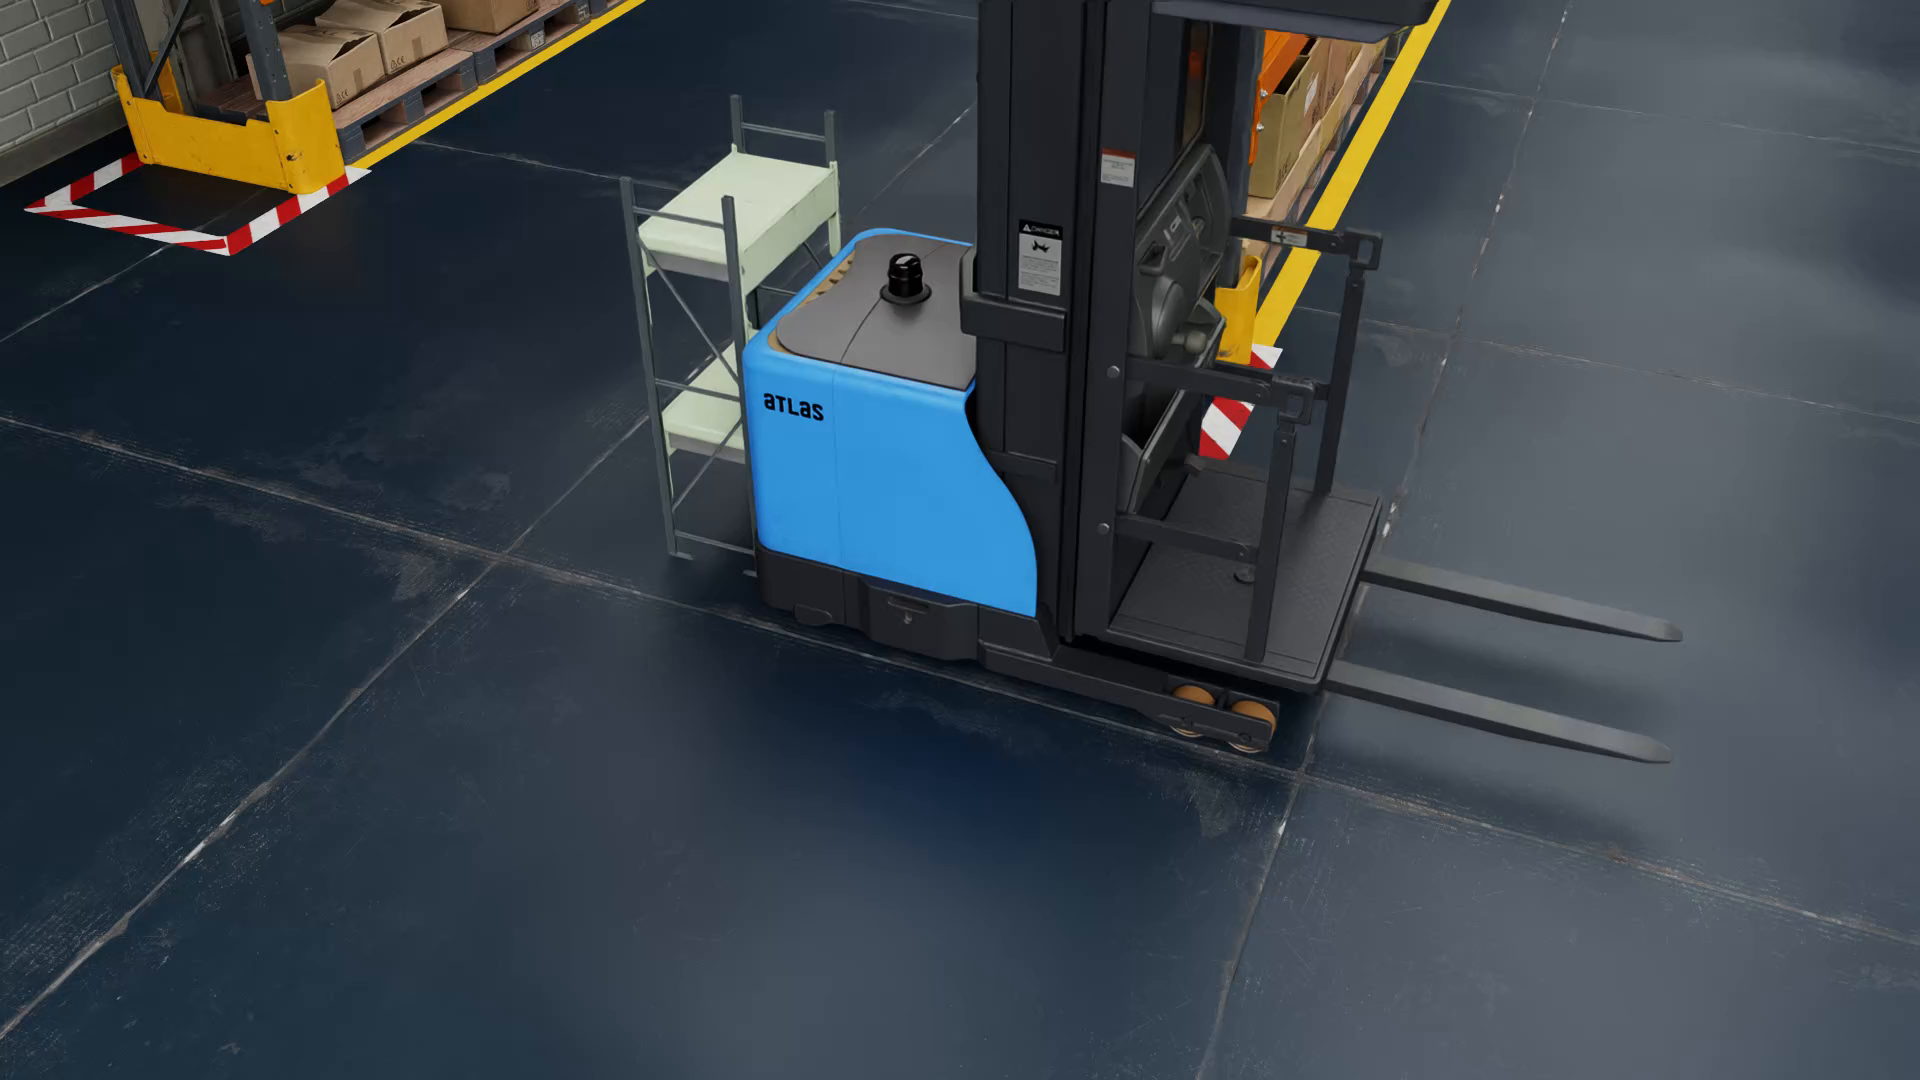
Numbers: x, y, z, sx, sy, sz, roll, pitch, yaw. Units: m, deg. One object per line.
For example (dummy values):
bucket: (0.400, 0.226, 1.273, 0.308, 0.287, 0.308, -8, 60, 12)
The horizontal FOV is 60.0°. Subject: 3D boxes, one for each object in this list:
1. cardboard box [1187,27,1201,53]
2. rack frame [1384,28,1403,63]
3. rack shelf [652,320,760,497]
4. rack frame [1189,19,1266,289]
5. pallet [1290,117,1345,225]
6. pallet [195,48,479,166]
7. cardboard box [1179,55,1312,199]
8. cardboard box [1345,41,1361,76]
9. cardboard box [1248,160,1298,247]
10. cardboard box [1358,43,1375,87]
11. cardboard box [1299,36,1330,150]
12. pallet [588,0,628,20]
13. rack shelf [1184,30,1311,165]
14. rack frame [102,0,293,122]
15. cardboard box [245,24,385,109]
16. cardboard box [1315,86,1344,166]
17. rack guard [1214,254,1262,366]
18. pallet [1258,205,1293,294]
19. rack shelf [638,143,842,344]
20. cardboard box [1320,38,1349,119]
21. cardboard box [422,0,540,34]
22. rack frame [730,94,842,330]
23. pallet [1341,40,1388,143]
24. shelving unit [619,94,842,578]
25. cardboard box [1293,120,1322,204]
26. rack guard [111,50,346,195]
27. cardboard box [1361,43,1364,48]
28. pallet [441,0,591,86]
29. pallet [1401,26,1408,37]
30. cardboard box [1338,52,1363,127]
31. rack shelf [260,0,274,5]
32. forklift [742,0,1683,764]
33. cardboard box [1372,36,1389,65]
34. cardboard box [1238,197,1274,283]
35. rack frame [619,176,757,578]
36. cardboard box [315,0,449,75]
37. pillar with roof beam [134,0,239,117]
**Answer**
cardboard box: (0.880, -2.342, 6.795, 0.700, 0.500, 0.500, 14, 39, 18)
rack frame: (2.212, -4.261, 9.446, 1.000, 3.000, 0.127, 14, 39, 18)
rack shelf: (-0.755, -0.449, 6.142, 0.431, 0.370, 0.720, 14, 39, 18)
rack frame: (0.691, -2.047, 6.483, 1.000, 3.000, 0.127, 14, 39, 18)
pallet: (1.408, -2.036, 8.798, 1.003, 0.211, 1.213, 14, 39, 18)
pallet: (-3.521, -2.540, 9.472, 1.003, 0.211, 1.213, 14, 39, 18)
cardboard box: (1.289, -1.938, 7.656, 0.500, 0.500, 0.500, 14, 39, 18)
cardboard box: (1.850, -2.770, 8.770, 0.500, 0.500, 0.500, 14, 39, 18)
cardboard box: (1.287, -1.638, 7.881, 0.500, 0.250, 0.500, 14, 39, 18)
cardboard box: (2.039, -2.747, 9.366, 0.500, 0.250, 0.500, 14, 39, 18)
cardboard box: (1.467, -2.217, 8.031, 0.500, 0.500, 0.500, 14, 39, 18)
pallet: (-2.593, -3.891, 11.279, 1.003, 0.211, 1.213, 14, 39, 18)
rack shelf: (1.451, -2.866, 8.180, 1.077, 0.370, 4.000, 14, 39, 18)
rack frame: (-3.892, -3.173, 7.990, 1.000, 3.000, 0.127, 14, 39, 18)
cardboard box: (-3.546, -2.635, 9.148, 0.500, 0.311, 0.500, 10, 38, 13)
cardboard box: (1.673, -2.190, 8.620, 0.500, 0.250, 0.500, 14, 39, 18)
rack guard: (0.681, -1.032, 7.214, 1.175, 0.500, 0.348, 14, 39, 18)
pallet: (0.943, -1.363, 7.897, 1.003, 0.211, 1.213, 14, 39, 18)
rack shelf: (-0.755, -1.023, 5.713, 0.431, 0.370, 0.720, 14, 39, 18)
cardboard box: (1.673, -2.490, 8.396, 0.500, 0.500, 0.500, 14, 39, 18)
cardboard box: (-3.003, -3.421, 10.042, 0.700, 0.500, 0.500, 11, 38, 15)
rack frame: (-0.618, -0.913, 6.219, 0.400, 1.500, 0.023, 14, 39, 18)
pallet: (1.871, -2.714, 9.704, 1.003, 0.211, 1.213, 14, 39, 18)
shelving unit: (-0.755, -0.710, 5.947, 0.431, 1.500, 0.755, 14, 39, 18)
cardboard box: (1.478, -1.914, 8.252, 0.500, 0.250, 0.500, 14, 39, 18)
rack guard: (-3.863, -2.214, 8.795, 1.175, 0.500, 0.348, 14, 39, 18)
cardboard box: (2.037, -3.048, 9.142, 0.500, 0.500, 0.500, 14, 39, 18)
pallet: (-3.056, -3.213, 10.373, 1.003, 0.211, 1.213, 14, 39, 18)
pallet: (2.457, -3.561, 10.838, 1.003, 0.211, 1.213, 14, 39, 18)
cardboard box: (1.862, -2.467, 8.991, 0.500, 0.250, 0.500, 14, 39, 18)
rack shelf: (-3.131, -3.992, 9.687, 1.077, 0.370, 4.000, 14, 39, 18)
forklift: (0.854, -0.854, 4.945, 3.031, 2.935, 1.130, 14, 39, 18)
cardboard box: (2.238, -3.022, 9.733, 0.500, 0.250, 0.500, 14, 39, 18)
cardboard box: (1.100, -1.360, 7.510, 0.500, 0.250, 0.500, 14, 39, 18)
rack frame: (-0.893, -0.507, 5.676, 0.400, 1.500, 0.023, 14, 39, 18)
cardboard box: (-3.329, -2.951, 9.571, 0.500, 0.311, 0.500, 17, 40, 21)
pillar with roof beam: (-0.444, -5.180, 5.664, 9.100, 9.000, 0.400, 14, 39, 18)
